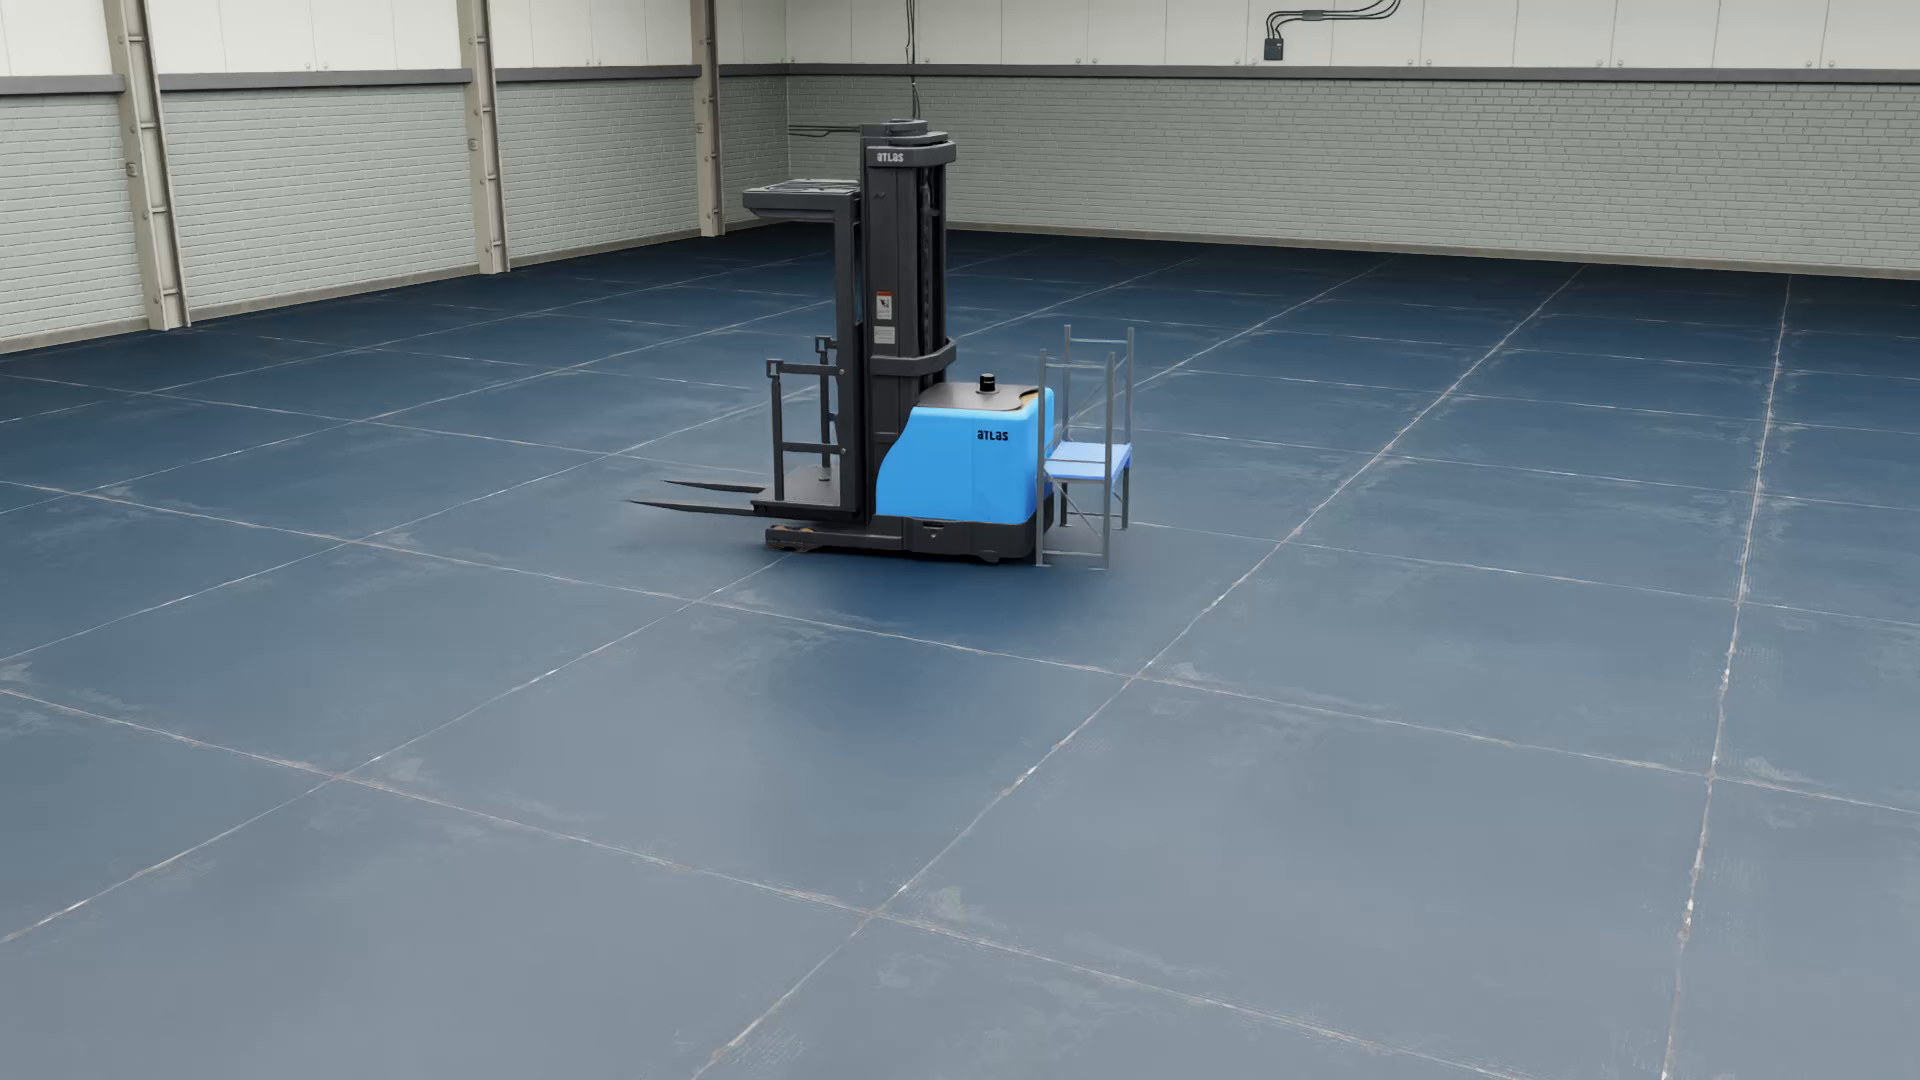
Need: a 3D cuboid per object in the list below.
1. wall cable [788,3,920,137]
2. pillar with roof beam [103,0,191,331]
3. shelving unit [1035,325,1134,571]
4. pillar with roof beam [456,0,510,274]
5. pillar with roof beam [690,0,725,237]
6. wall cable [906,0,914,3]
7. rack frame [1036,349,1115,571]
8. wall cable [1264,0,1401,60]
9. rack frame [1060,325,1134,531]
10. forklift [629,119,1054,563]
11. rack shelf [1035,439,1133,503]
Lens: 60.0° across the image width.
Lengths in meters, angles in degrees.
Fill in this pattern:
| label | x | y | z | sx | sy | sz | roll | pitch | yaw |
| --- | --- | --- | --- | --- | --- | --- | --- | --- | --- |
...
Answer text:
| label | x | y | z | sx | sy | sz | roll | pitch | yaw |
| --- | --- | --- | --- | --- | --- | --- | --- | --- | --- |
| wall cable | -2.172 | -9.164 | 32.526 | 3.097 | 2.526 | 0.112 | 8 | 18 | 25 |
| pillar with roof beam | -6.182 | -6.466 | 17.989 | 9.100 | 9.000 | 0.400 | 8 | 18 | 25 |
| shelving unit | 0.881 | -0.666 | 11.633 | 0.538 | 1.500 | 1.048 | 4 | 17 | 12 |
| pillar with roof beam | -3.501 | -7.994 | 23.134 | 9.100 | 9.000 | 0.400 | 8 | 18 | 25 |
| pillar with roof beam | -0.820 | -9.522 | 28.280 | 9.100 | 9.000 | 0.400 | 8 | 18 | 25 |
| wall cable | 0.248 | -11.241 | 30.648 | 3.097 | 2.526 | 0.112 | 8 | 18 | 25 |
| rack frame | 0.769 | -0.525 | 11.158 | 0.500 | 1.500 | 0.032 | 4 | 17 | 12 |
| wall cable | 6.314 | -11.071 | 27.520 | 2.305 | 6.003 | 0.169 | 8 | 18 | 25 |
| rack frame | 0.994 | -0.807 | 12.108 | 0.500 | 1.500 | 0.032 | 4 | 17 | 12 |
| forklift | -0.886 | -1.459 | 11.789 | 3.031 | 2.935 | 1.130 | 4 | 17 | 14 |
| rack shelf | 0.881 | -0.494 | 11.684 | 0.538 | 0.185 | 1.000 | 4 | 17 | 12 |
